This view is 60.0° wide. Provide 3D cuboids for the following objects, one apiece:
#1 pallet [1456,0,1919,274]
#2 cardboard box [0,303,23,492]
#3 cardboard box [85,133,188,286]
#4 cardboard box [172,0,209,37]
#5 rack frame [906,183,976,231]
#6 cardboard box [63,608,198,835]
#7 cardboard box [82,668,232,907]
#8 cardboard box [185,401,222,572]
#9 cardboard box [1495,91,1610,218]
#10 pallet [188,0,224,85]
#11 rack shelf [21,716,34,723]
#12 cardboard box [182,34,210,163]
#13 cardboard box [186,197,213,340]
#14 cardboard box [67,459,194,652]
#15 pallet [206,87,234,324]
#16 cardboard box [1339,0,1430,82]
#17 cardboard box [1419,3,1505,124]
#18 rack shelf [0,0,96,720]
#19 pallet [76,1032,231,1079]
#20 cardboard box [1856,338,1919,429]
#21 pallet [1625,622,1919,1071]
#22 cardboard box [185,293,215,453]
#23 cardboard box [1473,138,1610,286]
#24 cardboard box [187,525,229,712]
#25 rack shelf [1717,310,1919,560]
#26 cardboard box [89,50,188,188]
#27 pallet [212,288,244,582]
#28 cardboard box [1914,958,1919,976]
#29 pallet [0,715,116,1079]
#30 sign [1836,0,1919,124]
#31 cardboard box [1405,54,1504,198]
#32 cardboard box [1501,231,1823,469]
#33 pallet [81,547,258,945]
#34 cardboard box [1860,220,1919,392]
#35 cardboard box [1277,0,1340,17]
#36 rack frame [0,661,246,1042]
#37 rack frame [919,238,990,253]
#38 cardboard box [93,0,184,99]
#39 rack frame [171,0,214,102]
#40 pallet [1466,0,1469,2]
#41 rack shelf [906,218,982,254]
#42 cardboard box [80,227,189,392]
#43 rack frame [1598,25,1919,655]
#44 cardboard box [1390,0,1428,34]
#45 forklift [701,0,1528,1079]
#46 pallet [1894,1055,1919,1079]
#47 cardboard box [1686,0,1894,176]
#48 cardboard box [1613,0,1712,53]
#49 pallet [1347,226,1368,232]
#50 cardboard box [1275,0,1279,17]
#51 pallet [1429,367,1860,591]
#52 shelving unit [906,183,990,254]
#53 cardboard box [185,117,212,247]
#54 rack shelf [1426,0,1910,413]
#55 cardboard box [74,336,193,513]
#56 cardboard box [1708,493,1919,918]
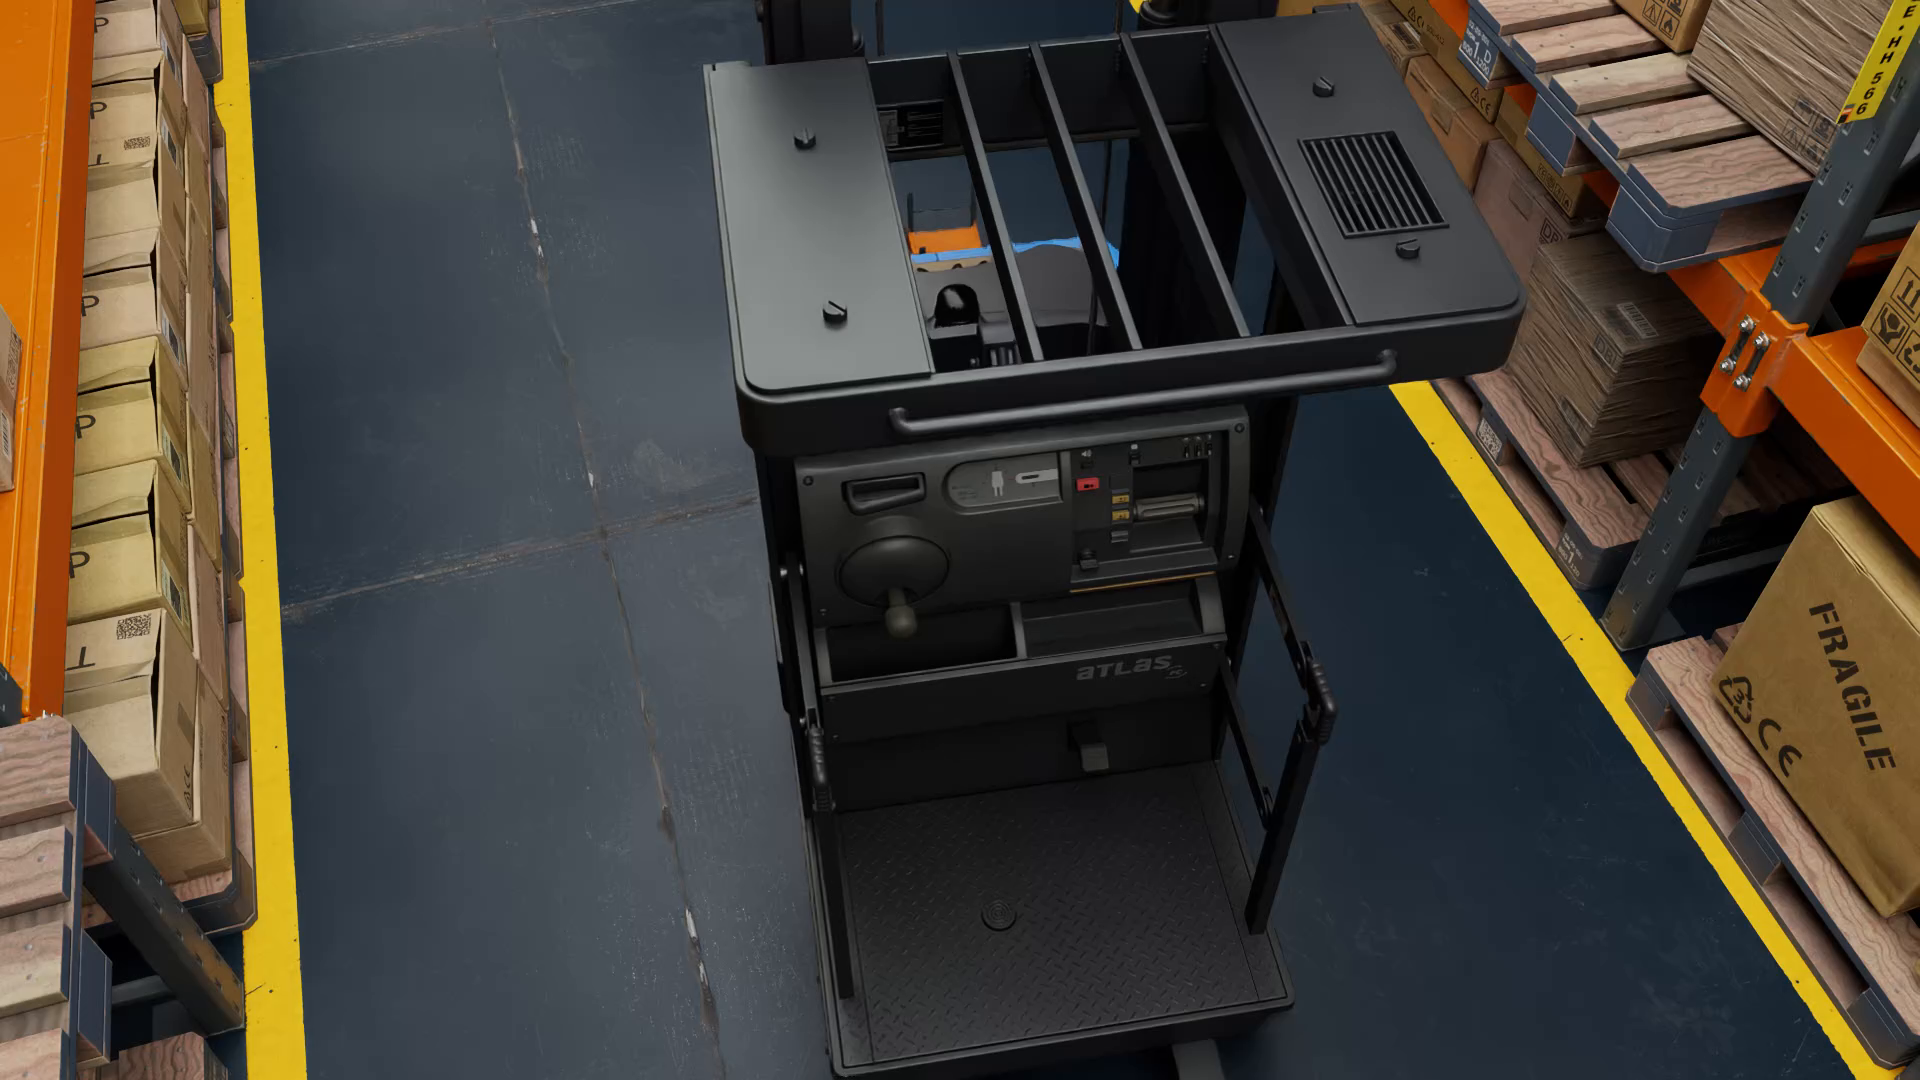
[{"bbox_3d":[2.116,-1.219,4.441,1.213,0.211,1.003,-13,51,-11],"label":"pallet"},{"bbox_3d":[-2.382,-0.330,3.624,0.500,0.311,0.500,-14,51,-11],"label":"cardboard box"},{"bbox_3d":[-2.786,-1.038,5.320,0.500,0.311,0.500,-13,51,-11],"label":"cardboard box"},{"bbox_3d":[-3.333,-2.239,6.700,0.500,0.250,0.500,-13,51,-11],"label":"cardboard box"},{"bbox_3d":[-0.054,-0.663,5.122,0.200,1.050,0.008,-7,50,-6],"label":"rack frame"},{"bbox_3d":[-2.176,0.460,4.057,0.500,0.311,0.500,-12,51,-10],"label":"cardboard box"},{"bbox_3d":[-2.176,0.641,4.272,0.500,0.250,0.500,-13,51,-11],"label":"cardboard box"},{"bbox_3d":[-2.485,-0.105,4.900,0.500,0.250,0.500,-15,51,-12],"label":"cardboard box"},{"bbox_3d":[2.058,-1.307,5.246,0.500,0.250,0.500,-12,51,-10],"label":"cardboard box"},{"bbox_3d":[-3.680,-2.274,7.029,1.003,0.211,1.213,-13,51,-11],"label":"pallet"},{"bbox_3d":[-1.711,2.031,2.046,1.077,0.370,4.000,-13,51,-11],"label":"rack shelf"},{"bbox_3d":[-3.085,-1.595,6.156,0.500,0.250,0.500,-14,51,-11],"label":"cardboard box"},{"bbox_3d":[-2.786,-0.851,5.529,0.500,0.250,0.500,-12,51,-10],"label":"cardboard box"},{"bbox_3d":[-2.340,0.078,4.379,0.500,0.311,0.500,-14,51,-12],"label":"cardboard box"},{"bbox_3d":[-3.230,-1.155,6.085,1.003,0.211,1.213,-13,51,-11],"label":"pallet"},{"bbox_3d":[1.793,-1.760,6.119,0.700,0.500,0.500,-13,51,-11],"label":"cardboard box"},{"bbox_3d":[1.901,-1.681,5.562,0.500,0.250,0.500,-14,51,-11],"label":"cardboard box"},{"bbox_3d":[-2.894,-0.890,4.509,1.077,0.370,4.000,-13,51,-11],"label":"rack shelf"},{"bbox_3d":[-2.117,1.791,3.602,1.003,0.211,1.213,-13,51,-11],"label":"pallet"},{"bbox_3d":[2.305,-0.417,3.791,0.380,0.149,0.250,-14,51,-12],"label":"cardboard box"},{"bbox_3d":[2.590,0.707,4.516,1.003,0.211,1.213,-13,51,-11],"label":"pallet"},{"bbox_3d":[-2.637,-0.479,5.216,0.500,0.250,0.500,-12,51,-10],"label":"cardboard box"},{"bbox_3d":[2.125,-1.037,5.509,0.700,0.500,0.500,-13,51,-11],"label":"cardboard box"},{"bbox_3d":[-2.326,0.274,4.581,0.500,0.250,0.500,-15,51,-12],"label":"cardboard box"},{"bbox_3d":[3.020,0.908,2.993,1.077,0.370,4.000,-13,51,-11],"label":"rack shelf"},{"bbox_3d":[-2.932,-1.403,5.628,0.500,0.311,0.500,-12,51,-10],"label":"cardboard box"},{"bbox_3d":[-2.865,-0.262,5.333,1.003,0.211,1.213,-13,51,-11],"label":"pallet"},{"bbox_3d":[2.774,0.981,3.592,0.750,0.750,0.750,-14,51,-11],"label":"cardboard box"},{"bbox_3d":[-2.035,0.880,2.672,1.213,0.211,1.003,-13,51,-11],"label":"pallet"},{"bbox_3d":[1.913,-1.002,3.428,0.100,0.325,0.005,-13,51,-11],"label":"sign"},{"bbox_3d":[1.951,-1.393,5.810,0.700,0.500,0.500,-14,51,-11],"label":"cardboard box"},{"bbox_3d":[2.166,-0.634,5.170,0.700,0.500,0.500,-13,51,-10],"label":"cardboard box"},{"bbox_3d":[-2.508,0.627,4.583,1.003,0.211,1.213,-13,51,-11],"label":"pallet"},{"bbox_3d":[2.328,-0.506,3.442,0.500,0.500,0.500,-12,51,-10],"label":"cardboard box"},{"bbox_3d":[1.680,-2.142,6.441,0.700,0.500,0.500,-14,51,-12],"label":"cardboard box"},{"bbox_3d":[-2.302,0.339,3.003,1.000,3.000,0.127,-13,51,-11],"label":"rack frame"},{"bbox_3d":[-0.014,-0.479,4.967,0.200,1.050,0.008,-7,50,-6],"label":"rack frame"},{"bbox_3d":[-3.091,-1.782,5.947,0.500,0.311,0.500,-13,51,-11],"label":"cardboard box"},{"bbox_3d":[-3.485,-2.583,5.466,1.000,3.000,0.127,-13,51,-11],"label":"rack frame"},{"bbox_3d":[1.804,-2.159,5.234,1.003,0.211,1.213,-13,51,-11],"label":"pallet"},{"bbox_3d":[-0.034,-0.747,4.836,0.215,0.259,0.240,-7,50,-6],"label":"rack shelf"},{"bbox_3d":[-2.641,-0.670,5.010,0.500,0.311,0.500,-14,51,-11],"label":"cardboard box"},{"bbox_3d":[2.429,-0.784,3.949,1.000,3.000,0.127,-13,51,-11],"label":"rack frame"},{"bbox_3d":[1.771,-2.050,5.873,0.500,0.250,0.500,-15,51,-12],"label":"cardboard box"},{"bbox_3d":[0.175,0.073,3.271,1.130,2.935,3.031,-7,50,-6],"label":"forklift"},{"bbox_3d":[2.947,1.597,3.766,1.003,0.211,1.213,-13,51,-11],"label":"pallet"},{"bbox_3d":[2.280,-1.299,4.030,0.700,0.500,0.500,-19,52,-15],"label":"cardboard box"},{"bbox_3d":[2.089,-1.701,4.369,0.700,0.500,0.500,-18,52,-14],"label":"cardboard box"},{"bbox_3d":[1.842,-1.346,6.247,1.003,0.211,1.213,-13,51,-11],"label":"pallet"},{"bbox_3d":[1.480,-2.508,6.750,0.700,0.500,0.500,-12,51,-10],"label":"cardboard box"},{"bbox_3d":[2.199,-0.456,5.497,1.003,0.211,1.213,-13,51,-11],"label":"pallet"},{"bbox_3d":[-0.034,-0.571,5.045,0.215,1.050,0.252,-7,50,-6],"label":"shelving unit"},{"bbox_3d":[-2.938,-1.225,5.844,0.500,0.250,0.500,-14,51,-12],"label":"cardboard box"},{"bbox_3d":[1.837,-2.013,5.456,1.077,0.370,4.000,-13,51,-11],"label":"rack shelf"},{"bbox_3d":[-2.488,-0.295,4.694,0.500,0.311,0.500,-15,51,-12],"label":"cardboard box"},{"bbox_3d":[2.521,0.340,4.133,0.750,0.750,0.750,-14,51,-11],"label":"cardboard box"}]
